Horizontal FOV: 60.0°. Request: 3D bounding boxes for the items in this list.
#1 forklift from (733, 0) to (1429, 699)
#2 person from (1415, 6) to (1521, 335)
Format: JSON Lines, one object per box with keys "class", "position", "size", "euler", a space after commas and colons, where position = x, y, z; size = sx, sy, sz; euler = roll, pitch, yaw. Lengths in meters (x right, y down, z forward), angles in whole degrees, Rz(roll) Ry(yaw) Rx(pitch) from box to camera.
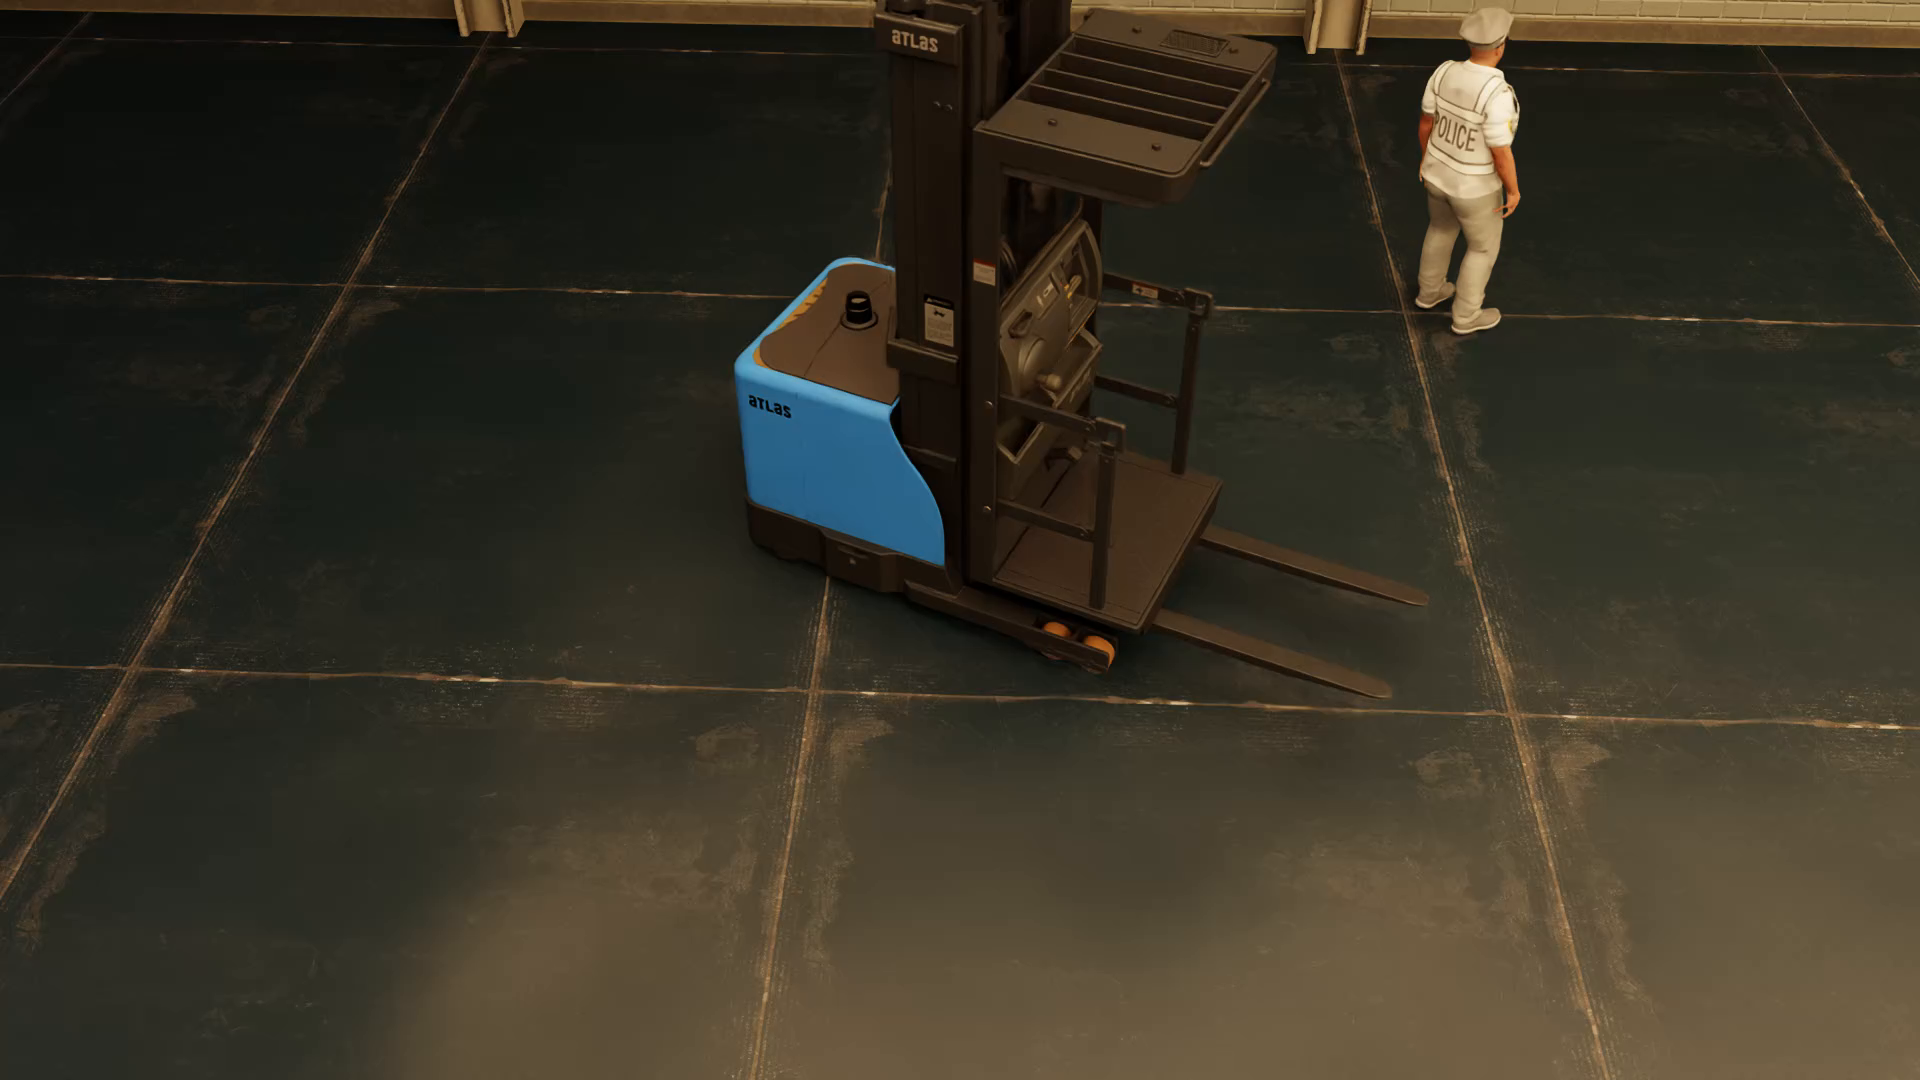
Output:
{"class": "forklift", "position": [0.557, -0.911, 6.741], "size": [3.031, 2.935, 1.130], "euler": [18, 45, 19]}
{"class": "person", "position": [2.685, -1.919, 8.713], "size": [0.492, 1.796, 0.624], "euler": [-24, 47, -24]}
